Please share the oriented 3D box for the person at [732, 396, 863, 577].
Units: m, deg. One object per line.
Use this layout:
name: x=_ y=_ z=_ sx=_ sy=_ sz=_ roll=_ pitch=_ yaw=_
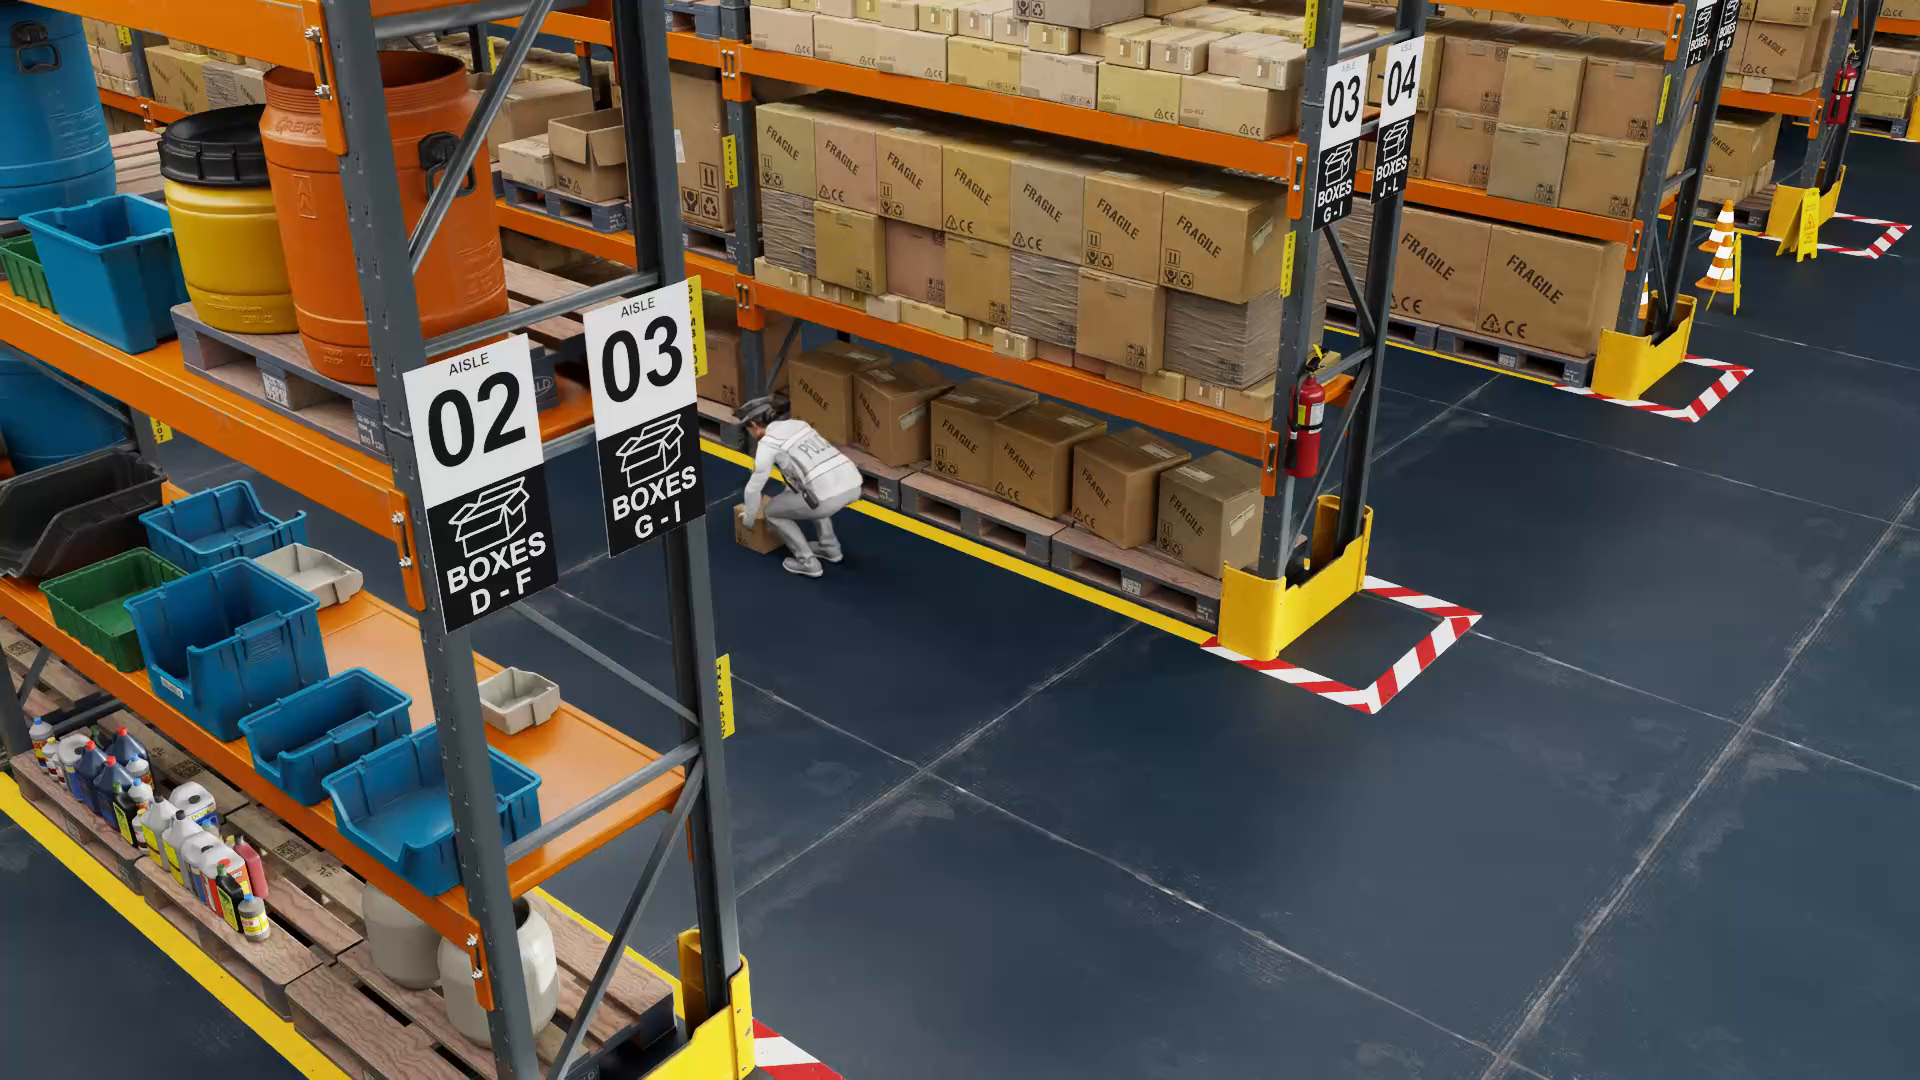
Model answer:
person: x=-0.983 y=-0.325 z=9.938 sx=0.837 sy=1.028 sz=0.497 roll=21 pitch=34 yaw=34
